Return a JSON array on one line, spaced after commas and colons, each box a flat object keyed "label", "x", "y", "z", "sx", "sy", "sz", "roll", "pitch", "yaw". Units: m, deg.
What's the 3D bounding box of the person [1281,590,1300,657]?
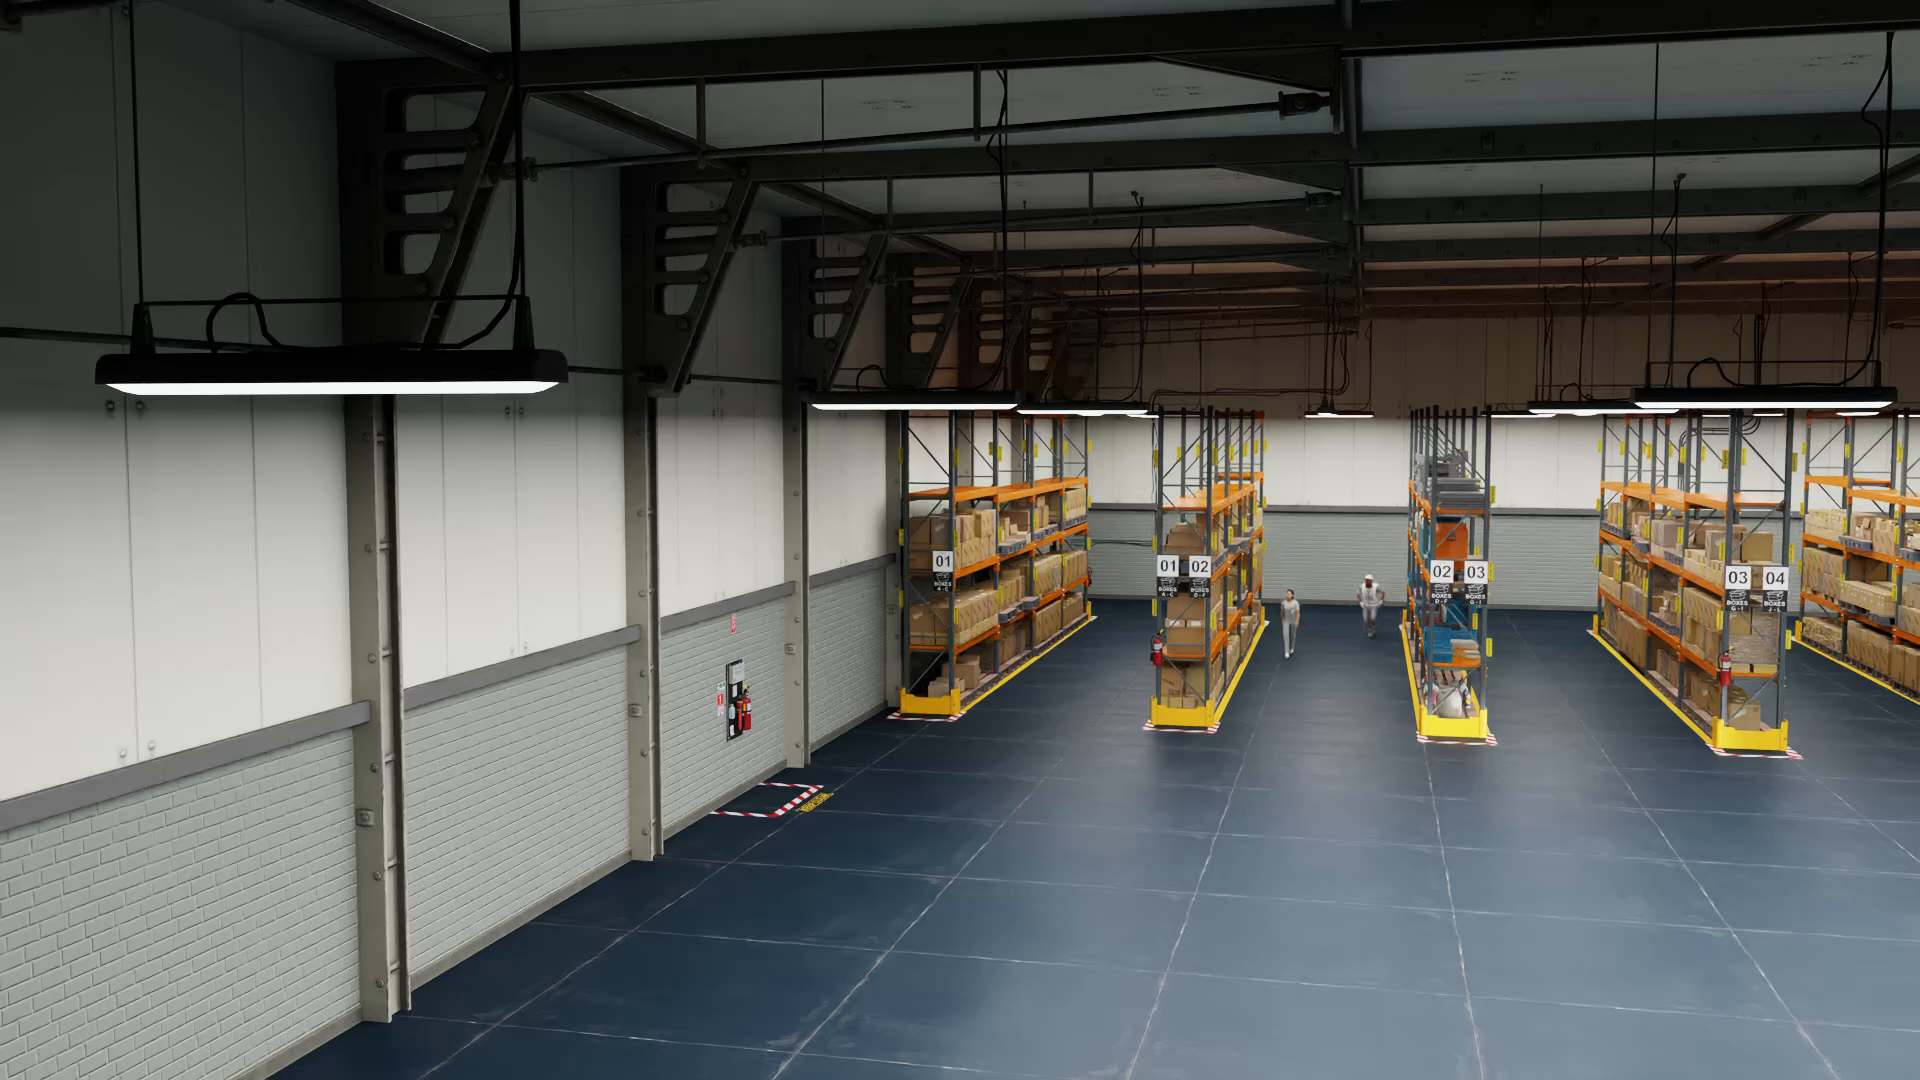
[{"label": "person", "x": 8.012, "y": 2.007, "z": 40.347, "sx": 0.453, "sy": 1.608, "sz": 1.058, "roll": 1, "pitch": 4, "yaw": 11}]

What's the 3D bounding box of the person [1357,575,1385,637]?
[{"label": "person", "x": 10.860, "y": 1.735, "z": 43.954, "sx": 0.723, "sy": 1.681, "sz": 0.659, "roll": 2, "pitch": 4, "yaw": 23}]
